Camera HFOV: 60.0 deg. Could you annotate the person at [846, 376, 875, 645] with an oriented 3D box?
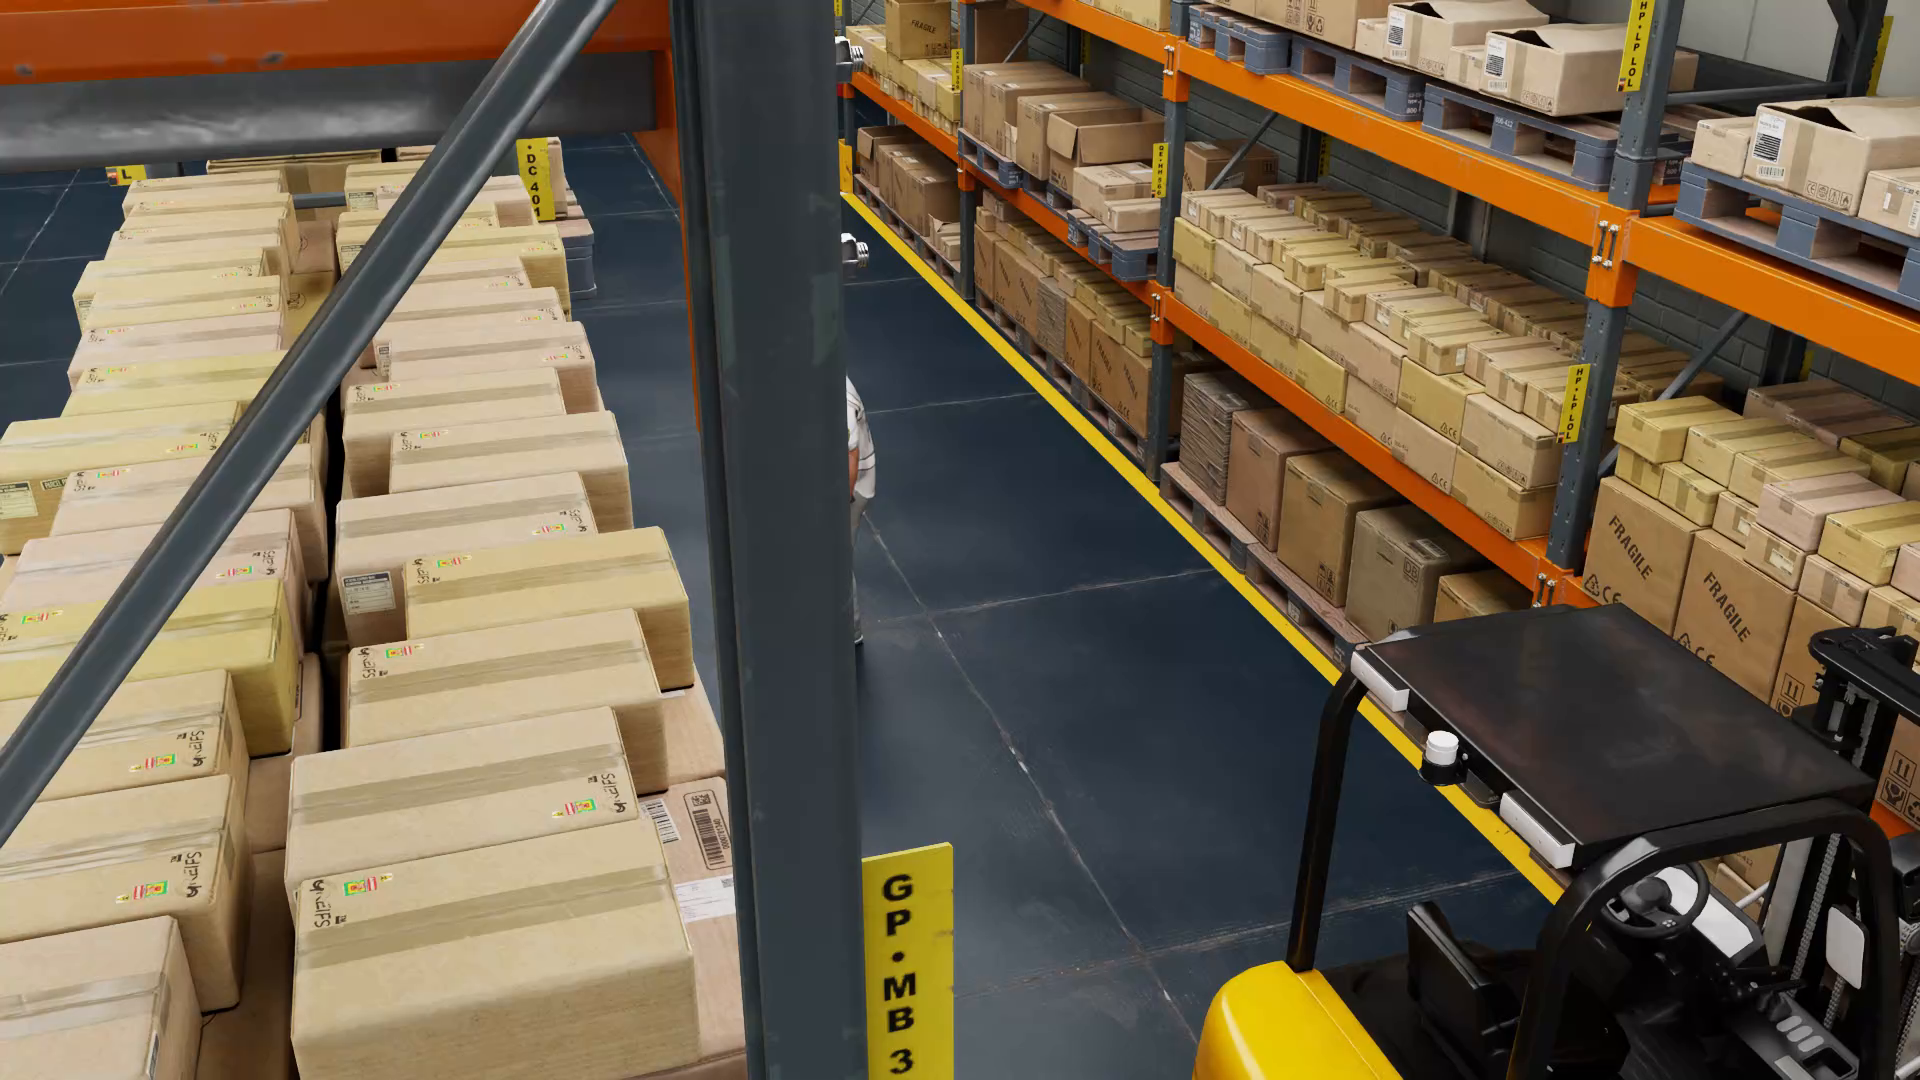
[{"bbox_3d":[-0.672,-0.270,8.651,0.429,1.751,0.606,-10,28,-19],"label":"person"}]
